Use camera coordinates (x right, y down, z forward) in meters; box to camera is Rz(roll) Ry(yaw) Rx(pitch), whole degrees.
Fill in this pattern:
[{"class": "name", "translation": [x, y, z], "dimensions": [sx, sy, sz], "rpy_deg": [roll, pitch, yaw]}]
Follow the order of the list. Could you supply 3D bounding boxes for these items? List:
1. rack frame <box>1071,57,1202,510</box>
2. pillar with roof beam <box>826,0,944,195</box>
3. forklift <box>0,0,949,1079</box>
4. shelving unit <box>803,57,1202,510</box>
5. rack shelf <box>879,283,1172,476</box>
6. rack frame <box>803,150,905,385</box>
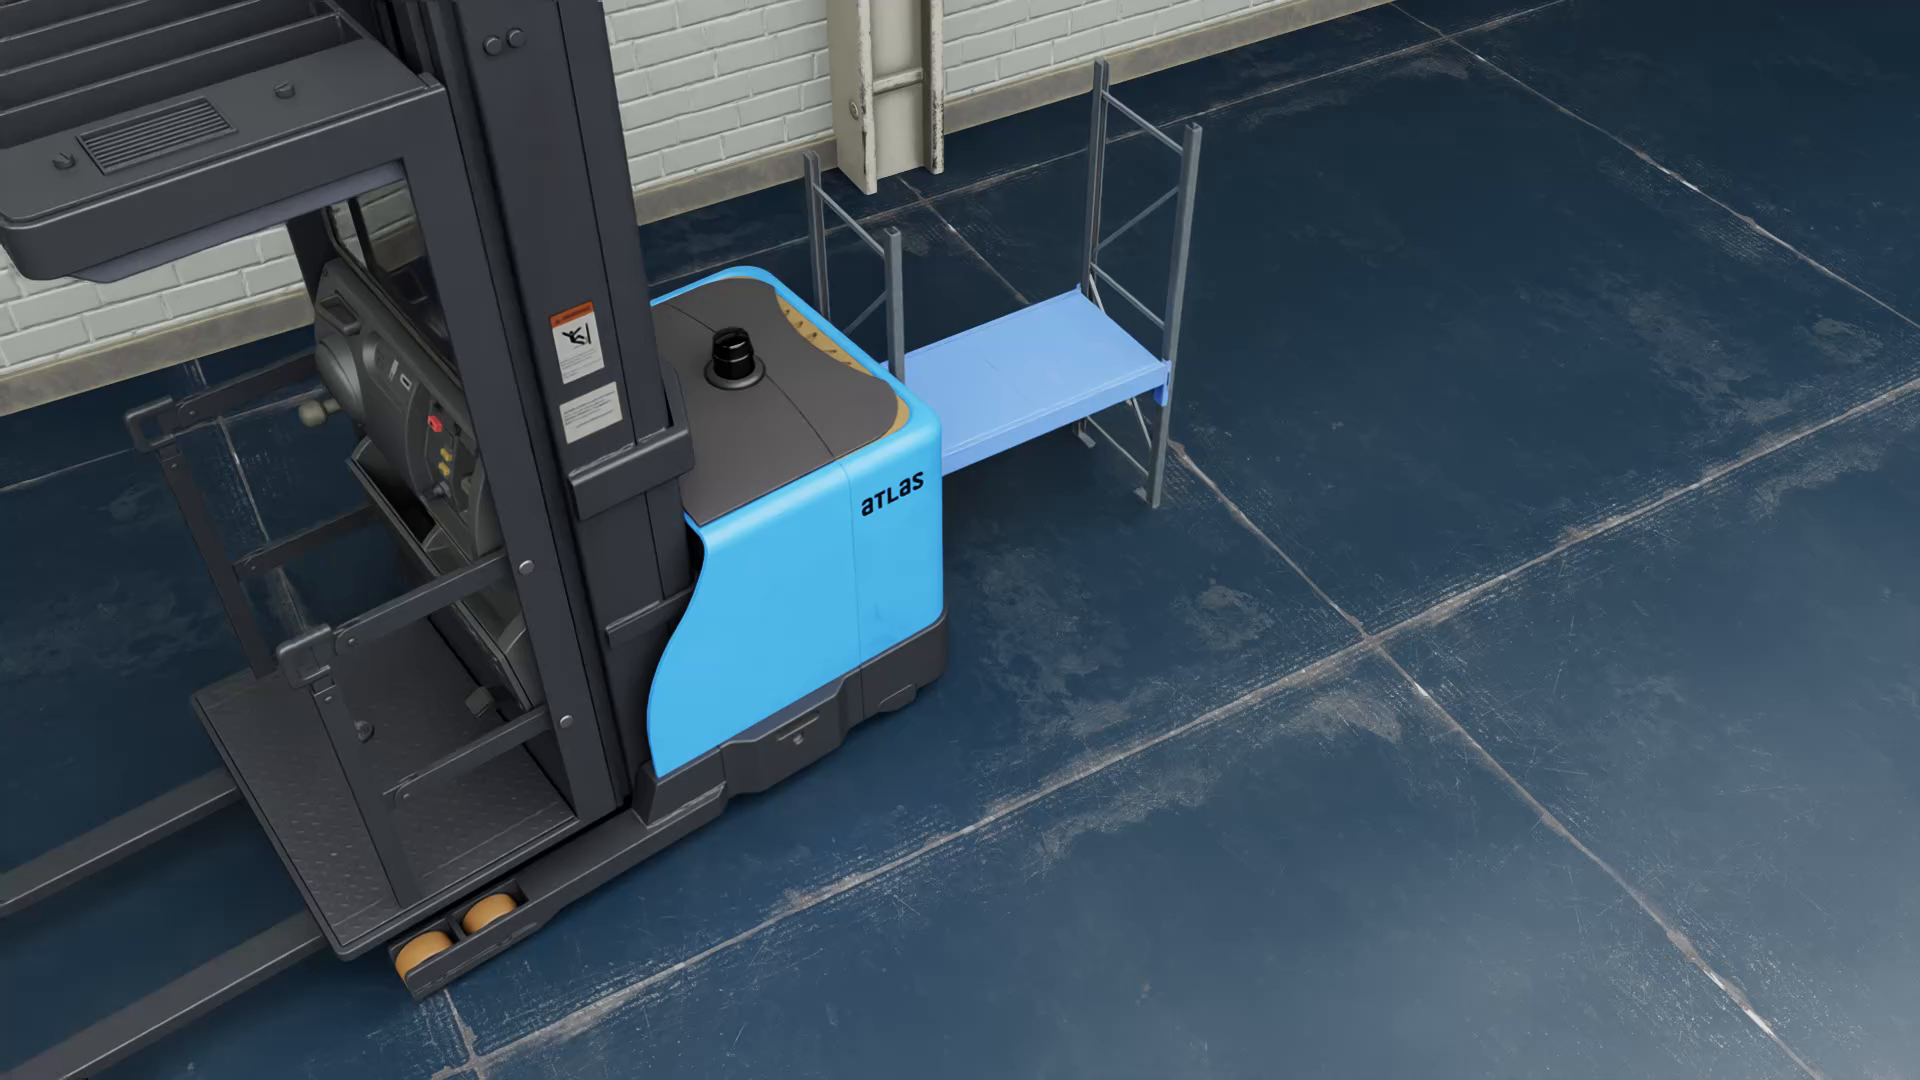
[{"class": "rack frame", "translation": [0.559, -0.799, 5.496], "dimensions": [0.032, 1.500, 0.500], "rpy_deg": [-24, 49, -22]}, {"class": "pillar with roof beam", "translation": [1.828, -2.307, 1.666], "dimensions": [0.400, 9.000, 9.100], "rpy_deg": [-22, 48, -21]}, {"class": "forklift", "translation": [-1.511, -0.252, 3.906], "dimensions": [3.031, 2.935, 1.130], "rpy_deg": [-28, 51, -26]}, {"class": "shelving unit", "translation": [0.128, -0.611, 5.303], "dimensions": [1.048, 1.500, 0.538], "rpy_deg": [-24, 49, -22]}, {"class": "rack shelf", "translation": [0.128, -0.482, 5.428], "dimensions": [1.000, 0.185, 0.538], "rpy_deg": [-24, 49, -22]}, {"class": "rack frame", "translation": [-0.302, -0.423, 5.109], "dimensions": [0.032, 1.500, 0.500], "rpy_deg": [-24, 49, -22]}]
